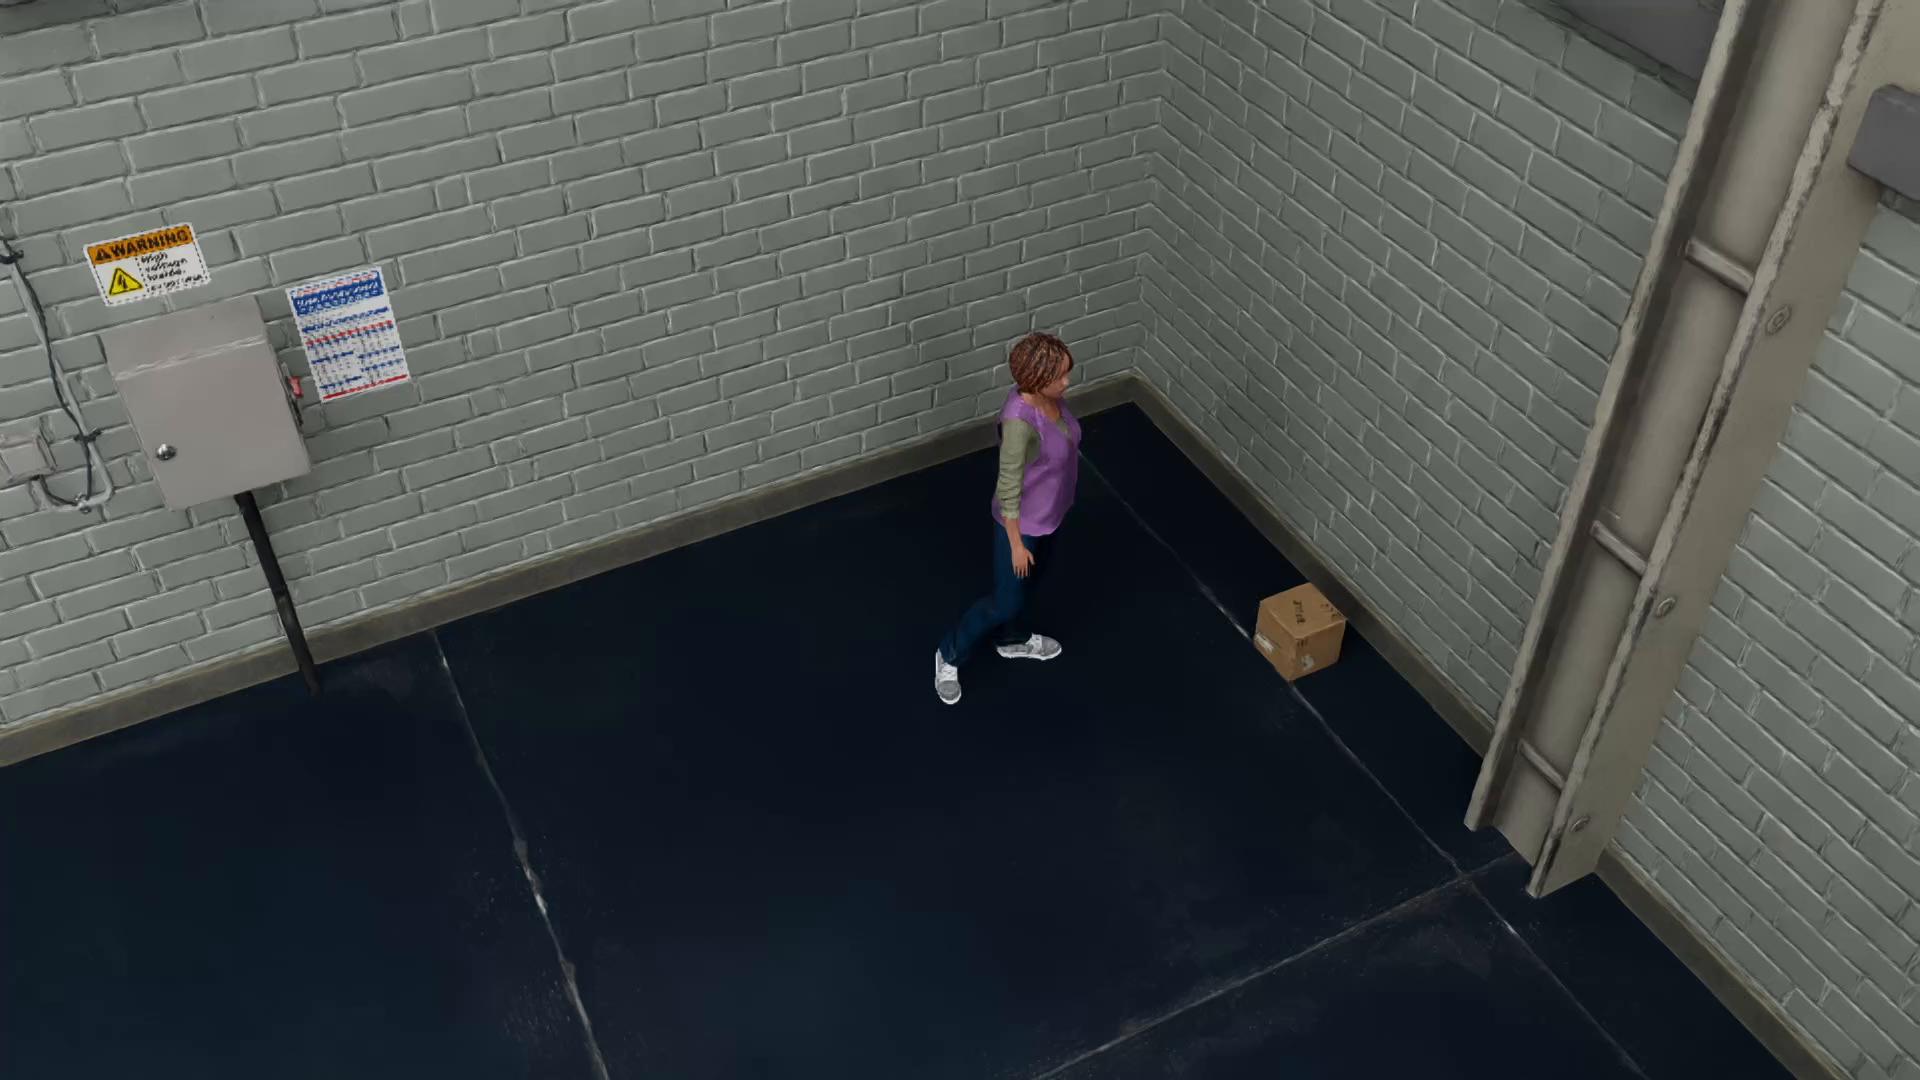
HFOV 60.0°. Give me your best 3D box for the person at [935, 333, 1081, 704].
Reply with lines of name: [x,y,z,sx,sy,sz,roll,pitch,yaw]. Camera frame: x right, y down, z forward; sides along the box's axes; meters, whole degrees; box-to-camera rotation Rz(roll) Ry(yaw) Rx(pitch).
person: [0.159,-0.058,6.231,0.458,1.591,0.601,17,45,18]
